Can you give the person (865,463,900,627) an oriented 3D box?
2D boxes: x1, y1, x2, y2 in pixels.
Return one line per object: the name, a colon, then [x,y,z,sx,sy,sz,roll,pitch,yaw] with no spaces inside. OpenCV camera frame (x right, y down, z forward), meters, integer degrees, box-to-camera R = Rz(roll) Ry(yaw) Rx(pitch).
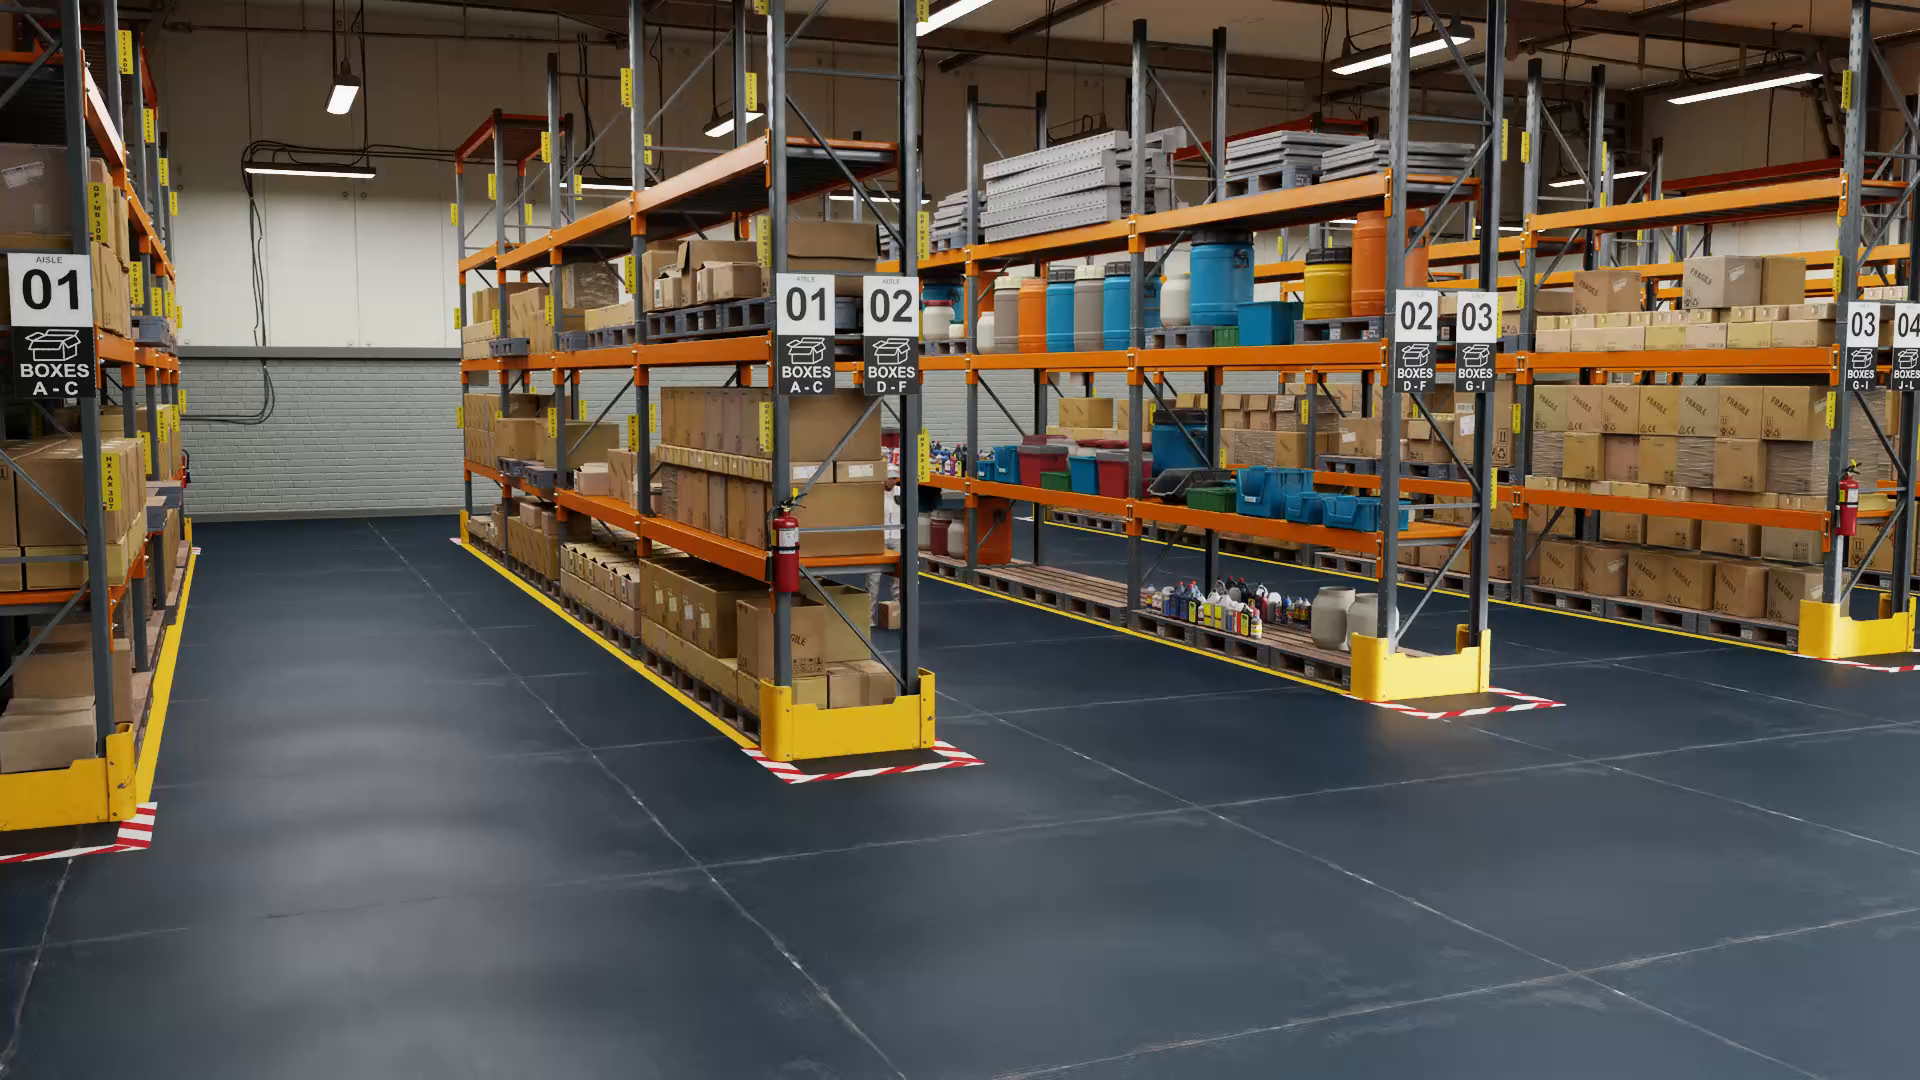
person: [-0.762,0.039,17.066,0.539,1.667,0.466,-2,6,-23]
